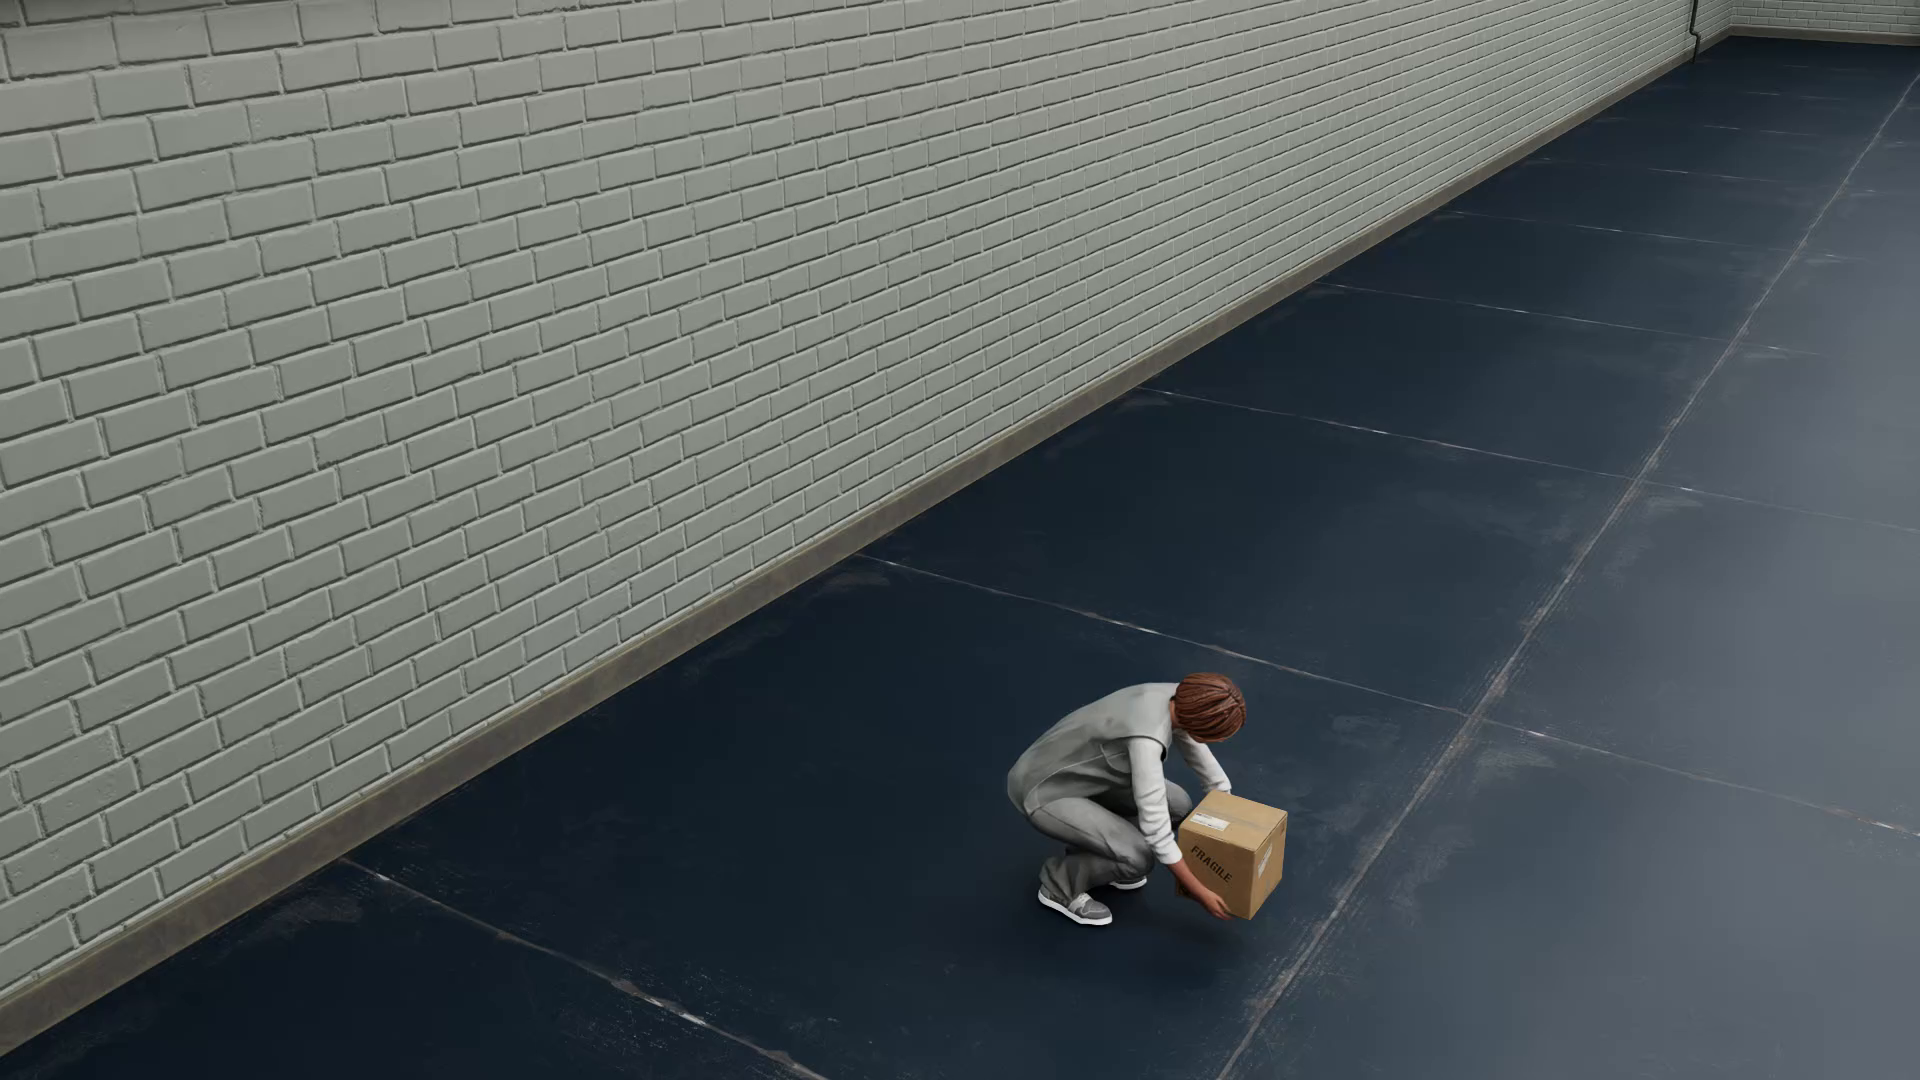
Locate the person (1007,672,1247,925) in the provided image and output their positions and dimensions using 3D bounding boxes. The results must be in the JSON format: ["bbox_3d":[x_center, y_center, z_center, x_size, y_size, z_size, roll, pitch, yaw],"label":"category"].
[{"bbox_3d":[0.544,0.785,5.218,0.811,0.875,0.461,14,27,29],"label":"person"}]
